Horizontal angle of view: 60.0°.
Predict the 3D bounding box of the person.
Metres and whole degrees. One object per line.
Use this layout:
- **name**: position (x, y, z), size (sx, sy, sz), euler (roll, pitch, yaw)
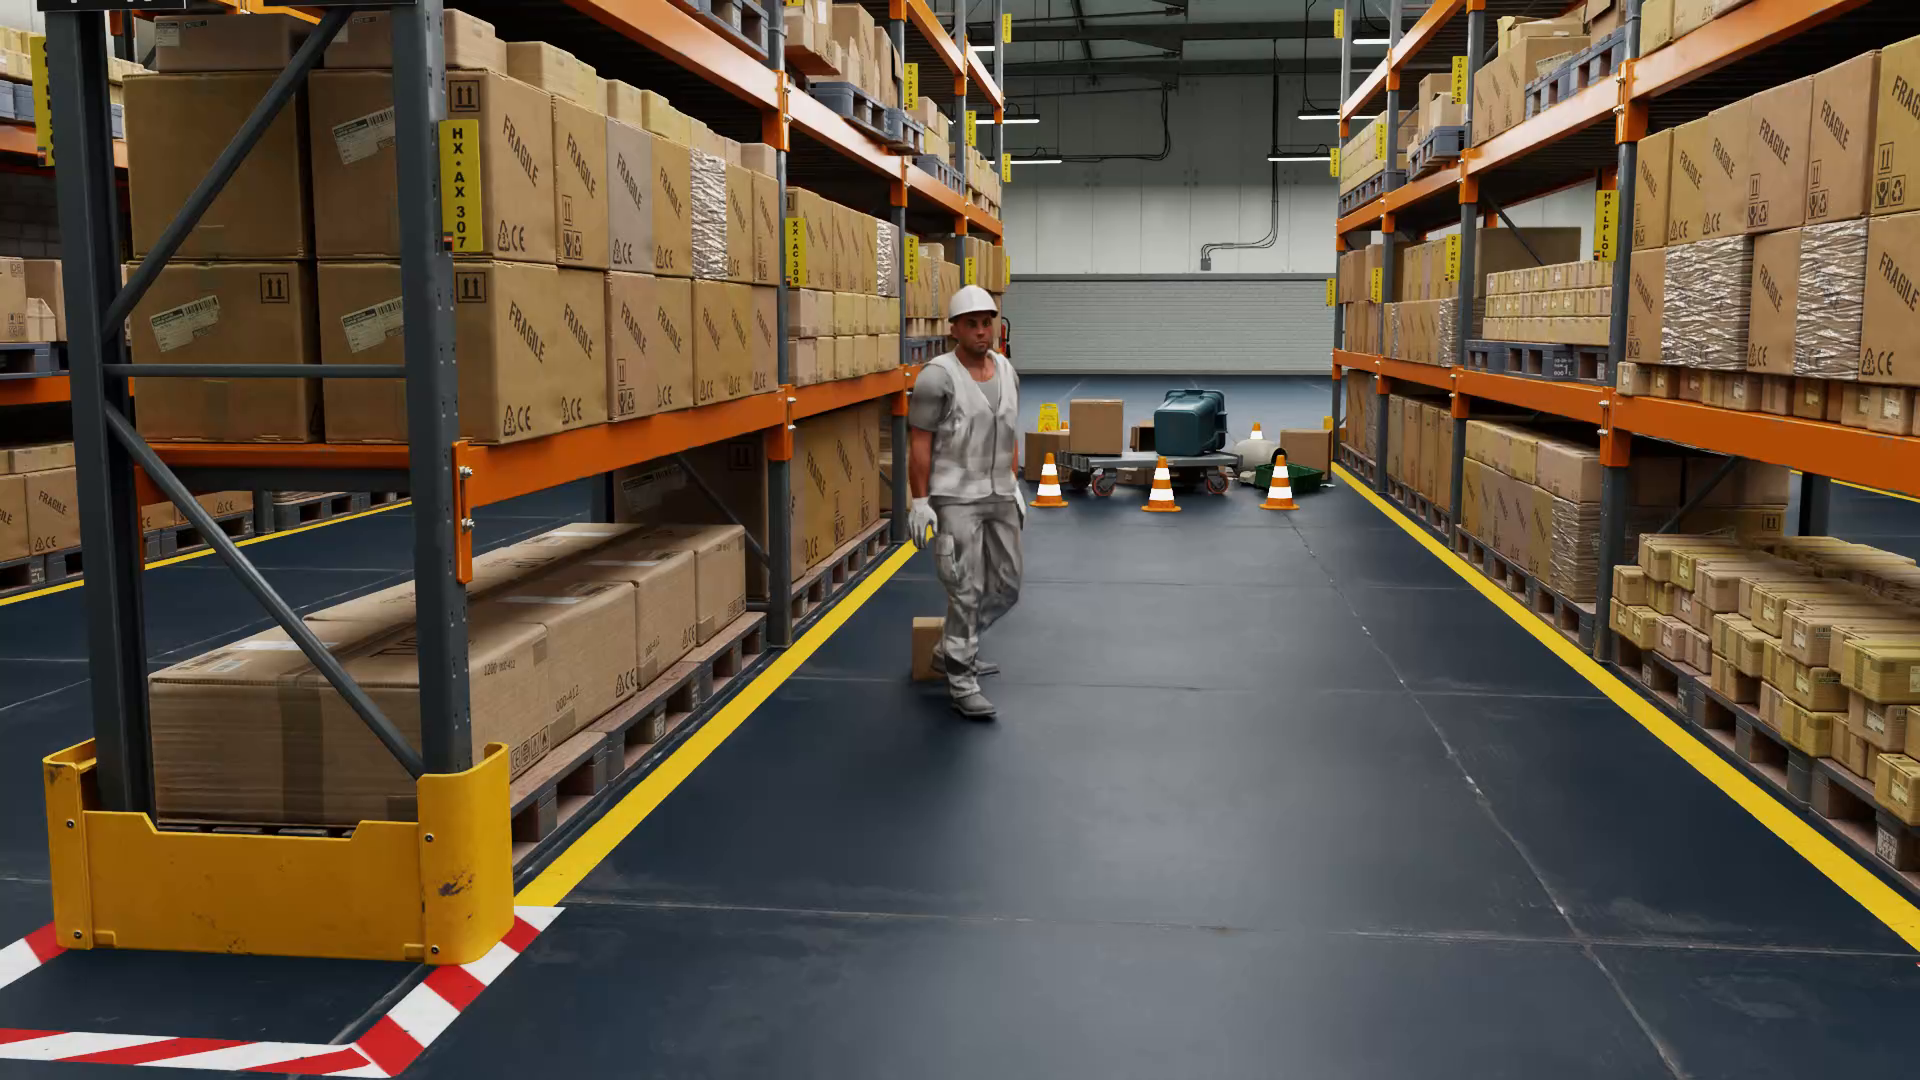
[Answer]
- **person**: position (0.009, -0.164, 6.955), size (0.586, 1.780, 0.583), euler (-6, 10, -39)
